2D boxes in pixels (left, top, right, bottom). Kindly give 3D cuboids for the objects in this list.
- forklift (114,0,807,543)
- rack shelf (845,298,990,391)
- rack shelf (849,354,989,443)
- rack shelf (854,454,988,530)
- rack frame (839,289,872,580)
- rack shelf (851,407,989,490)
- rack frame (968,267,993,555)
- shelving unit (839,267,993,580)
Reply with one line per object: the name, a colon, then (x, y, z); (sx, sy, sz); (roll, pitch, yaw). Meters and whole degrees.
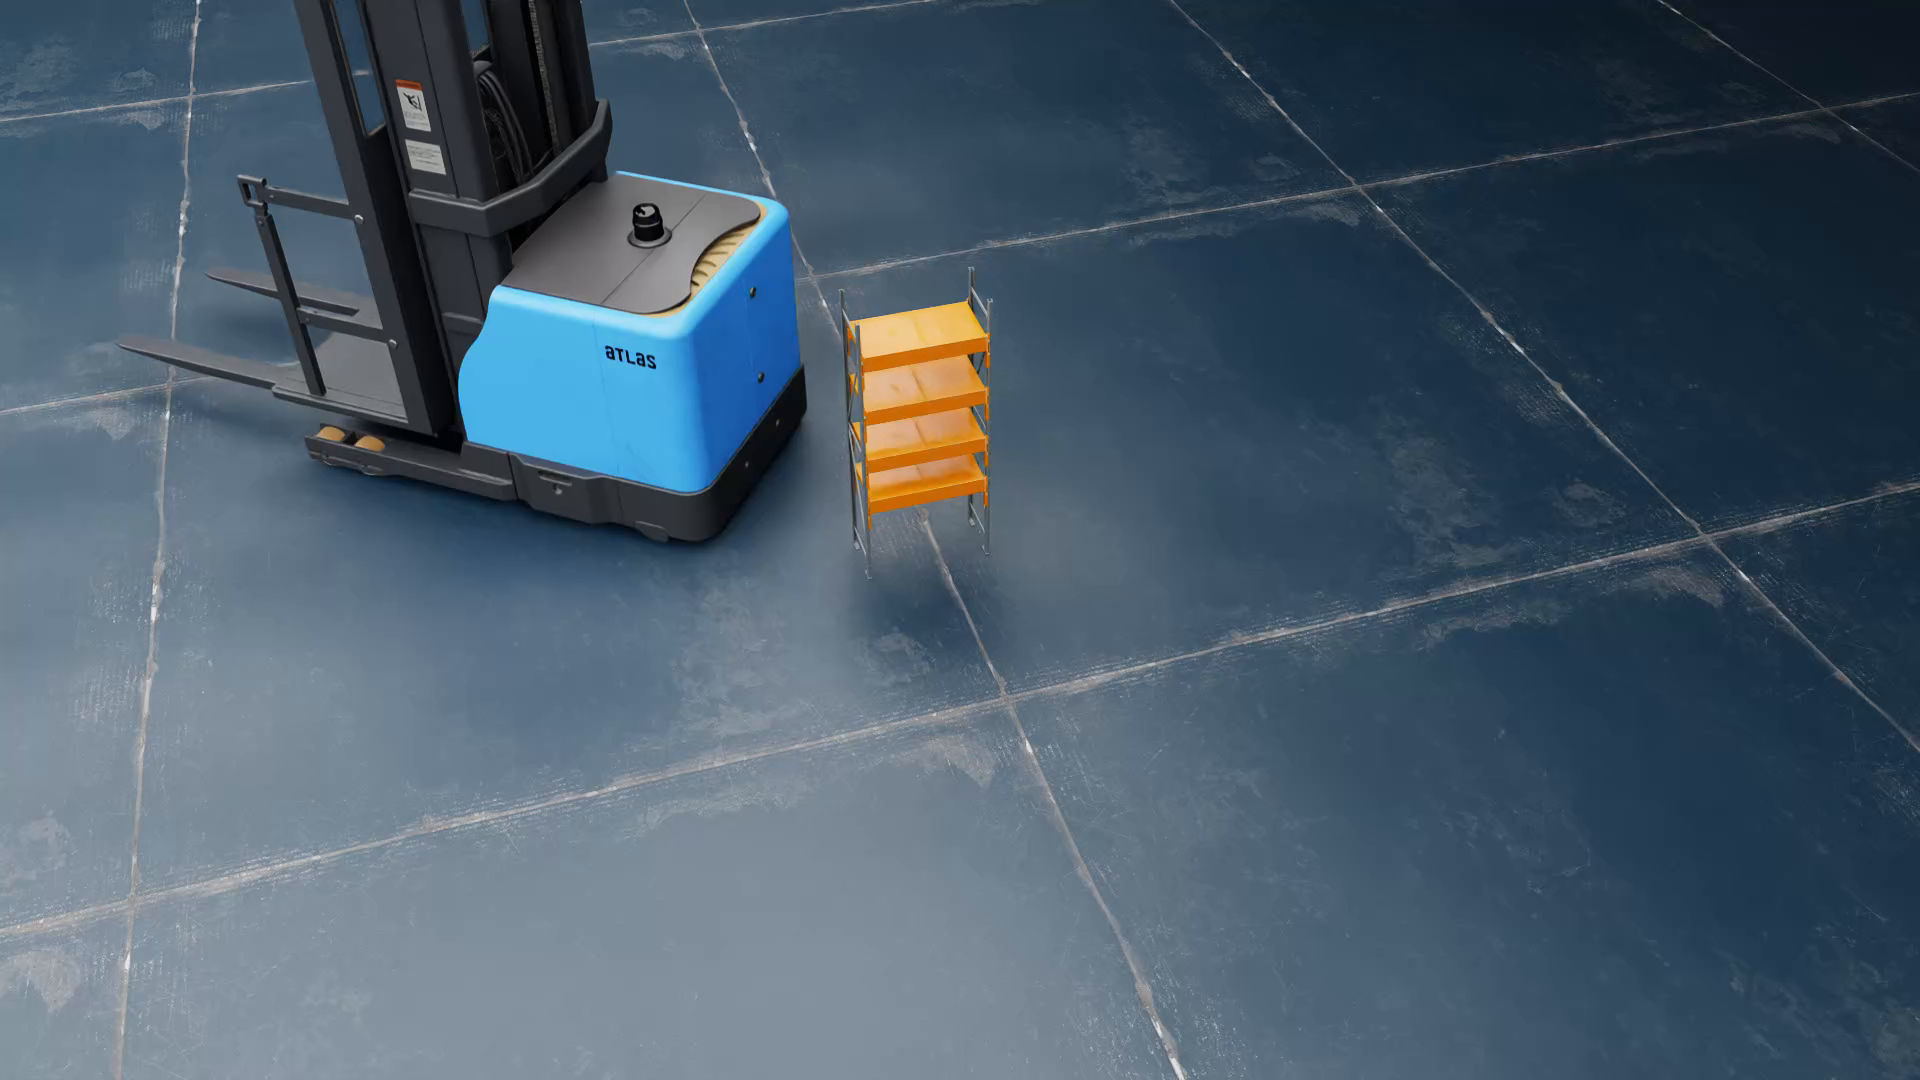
forklift: (-2.245, -1.688, 6.455); (3.031, 2.935, 1.130); (13, 43, 15)
rack shelf: (-0.158, -0.715, 6.059); (0.480, 0.148, 0.258); (-12, 42, -13)
rack shelf: (-0.158, -0.537, 6.215); (0.480, 0.148, 0.258); (-12, 42, -13)
rack shelf: (-0.158, -0.219, 6.493); (0.480, 0.148, 0.258); (-12, 42, -13)
rack frame: (-0.391, -0.371, 6.263); (0.015, 1.200, 0.240); (-12, 42, -13)
rack shelf: (-0.158, -0.368, 6.362); (0.480, 0.148, 0.258); (-12, 42, -13)
rack frame: (0.075, -0.467, 6.373); (0.015, 1.200, 0.240); (-12, 42, -13)
shelving unit: (-0.158, -0.419, 6.318); (0.503, 1.200, 0.258); (-12, 42, -13)
